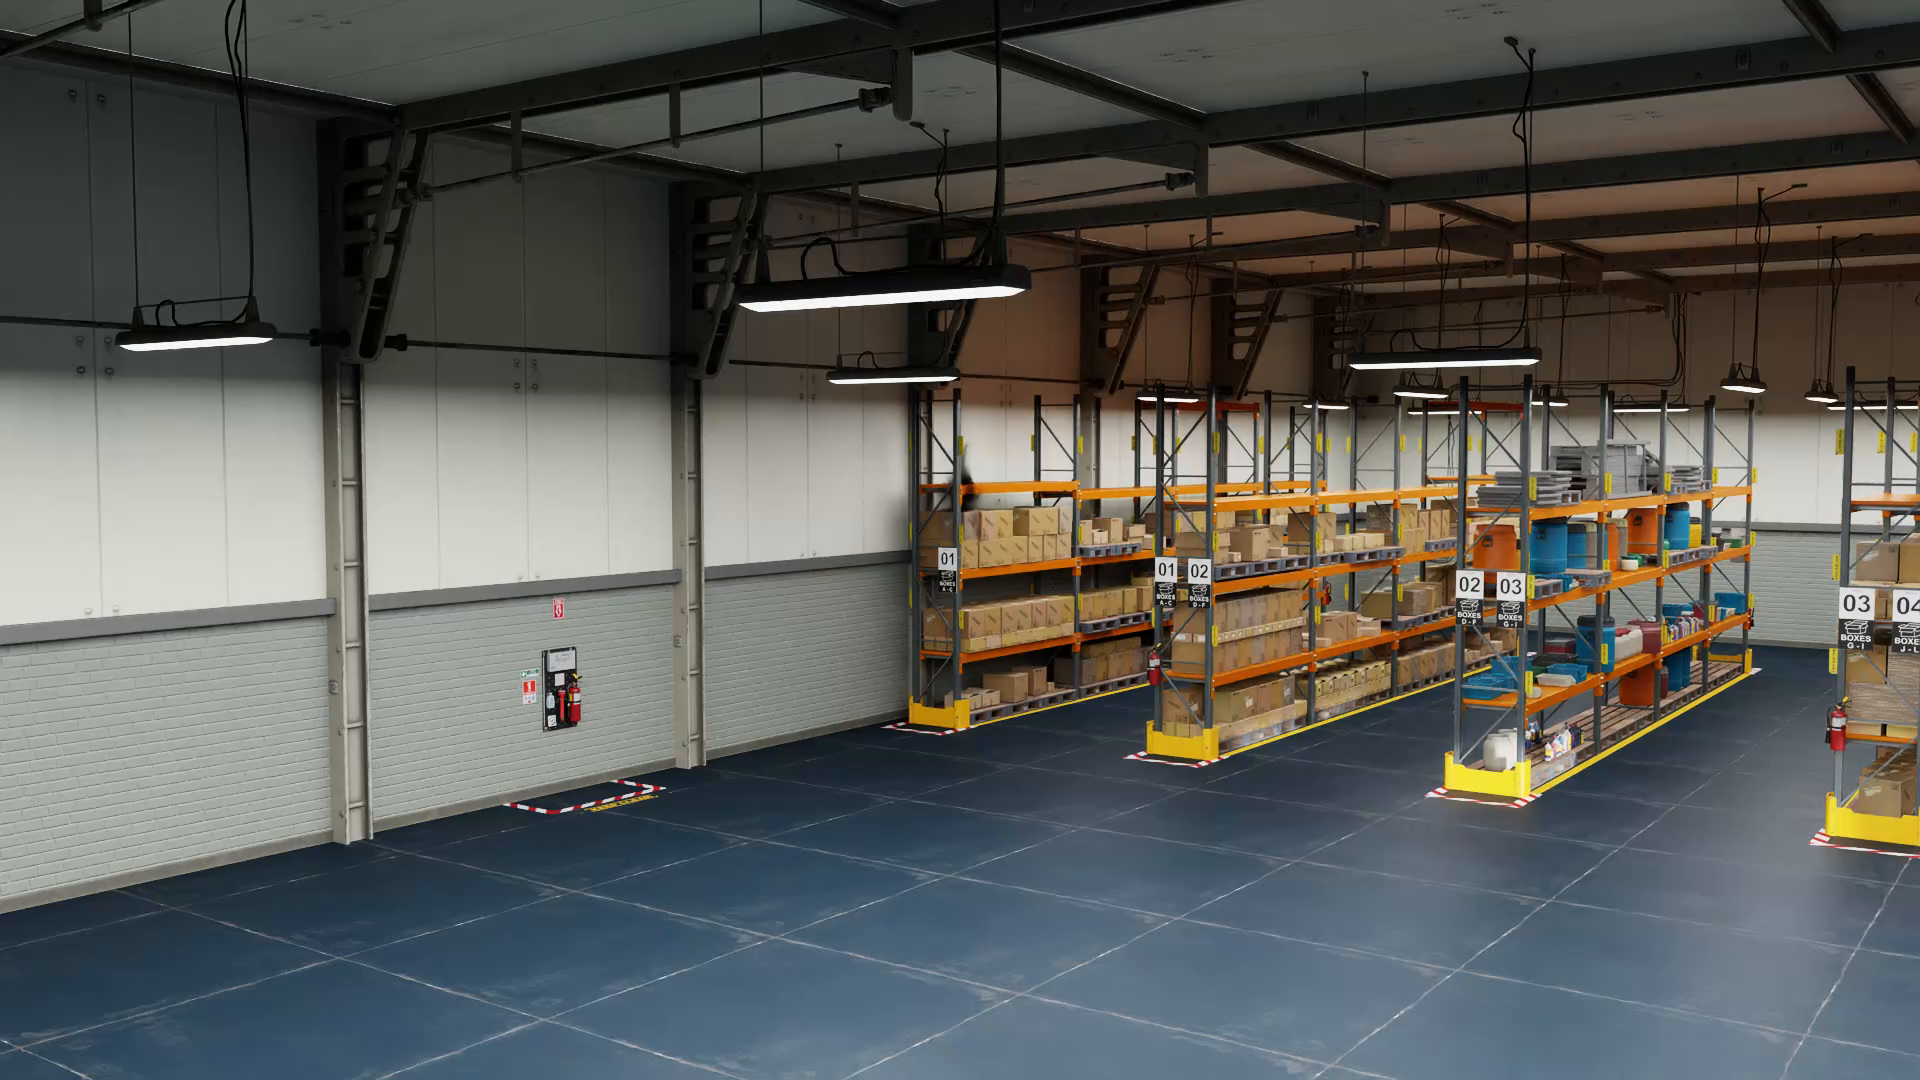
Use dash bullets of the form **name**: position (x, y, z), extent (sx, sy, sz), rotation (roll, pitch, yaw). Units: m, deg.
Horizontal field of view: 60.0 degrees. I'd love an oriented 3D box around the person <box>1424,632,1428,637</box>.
- **person**: position (11.739, 1.769, 42.181), extent (0.803, 1.716, 0.684), rotation (-2, 4, -28)
